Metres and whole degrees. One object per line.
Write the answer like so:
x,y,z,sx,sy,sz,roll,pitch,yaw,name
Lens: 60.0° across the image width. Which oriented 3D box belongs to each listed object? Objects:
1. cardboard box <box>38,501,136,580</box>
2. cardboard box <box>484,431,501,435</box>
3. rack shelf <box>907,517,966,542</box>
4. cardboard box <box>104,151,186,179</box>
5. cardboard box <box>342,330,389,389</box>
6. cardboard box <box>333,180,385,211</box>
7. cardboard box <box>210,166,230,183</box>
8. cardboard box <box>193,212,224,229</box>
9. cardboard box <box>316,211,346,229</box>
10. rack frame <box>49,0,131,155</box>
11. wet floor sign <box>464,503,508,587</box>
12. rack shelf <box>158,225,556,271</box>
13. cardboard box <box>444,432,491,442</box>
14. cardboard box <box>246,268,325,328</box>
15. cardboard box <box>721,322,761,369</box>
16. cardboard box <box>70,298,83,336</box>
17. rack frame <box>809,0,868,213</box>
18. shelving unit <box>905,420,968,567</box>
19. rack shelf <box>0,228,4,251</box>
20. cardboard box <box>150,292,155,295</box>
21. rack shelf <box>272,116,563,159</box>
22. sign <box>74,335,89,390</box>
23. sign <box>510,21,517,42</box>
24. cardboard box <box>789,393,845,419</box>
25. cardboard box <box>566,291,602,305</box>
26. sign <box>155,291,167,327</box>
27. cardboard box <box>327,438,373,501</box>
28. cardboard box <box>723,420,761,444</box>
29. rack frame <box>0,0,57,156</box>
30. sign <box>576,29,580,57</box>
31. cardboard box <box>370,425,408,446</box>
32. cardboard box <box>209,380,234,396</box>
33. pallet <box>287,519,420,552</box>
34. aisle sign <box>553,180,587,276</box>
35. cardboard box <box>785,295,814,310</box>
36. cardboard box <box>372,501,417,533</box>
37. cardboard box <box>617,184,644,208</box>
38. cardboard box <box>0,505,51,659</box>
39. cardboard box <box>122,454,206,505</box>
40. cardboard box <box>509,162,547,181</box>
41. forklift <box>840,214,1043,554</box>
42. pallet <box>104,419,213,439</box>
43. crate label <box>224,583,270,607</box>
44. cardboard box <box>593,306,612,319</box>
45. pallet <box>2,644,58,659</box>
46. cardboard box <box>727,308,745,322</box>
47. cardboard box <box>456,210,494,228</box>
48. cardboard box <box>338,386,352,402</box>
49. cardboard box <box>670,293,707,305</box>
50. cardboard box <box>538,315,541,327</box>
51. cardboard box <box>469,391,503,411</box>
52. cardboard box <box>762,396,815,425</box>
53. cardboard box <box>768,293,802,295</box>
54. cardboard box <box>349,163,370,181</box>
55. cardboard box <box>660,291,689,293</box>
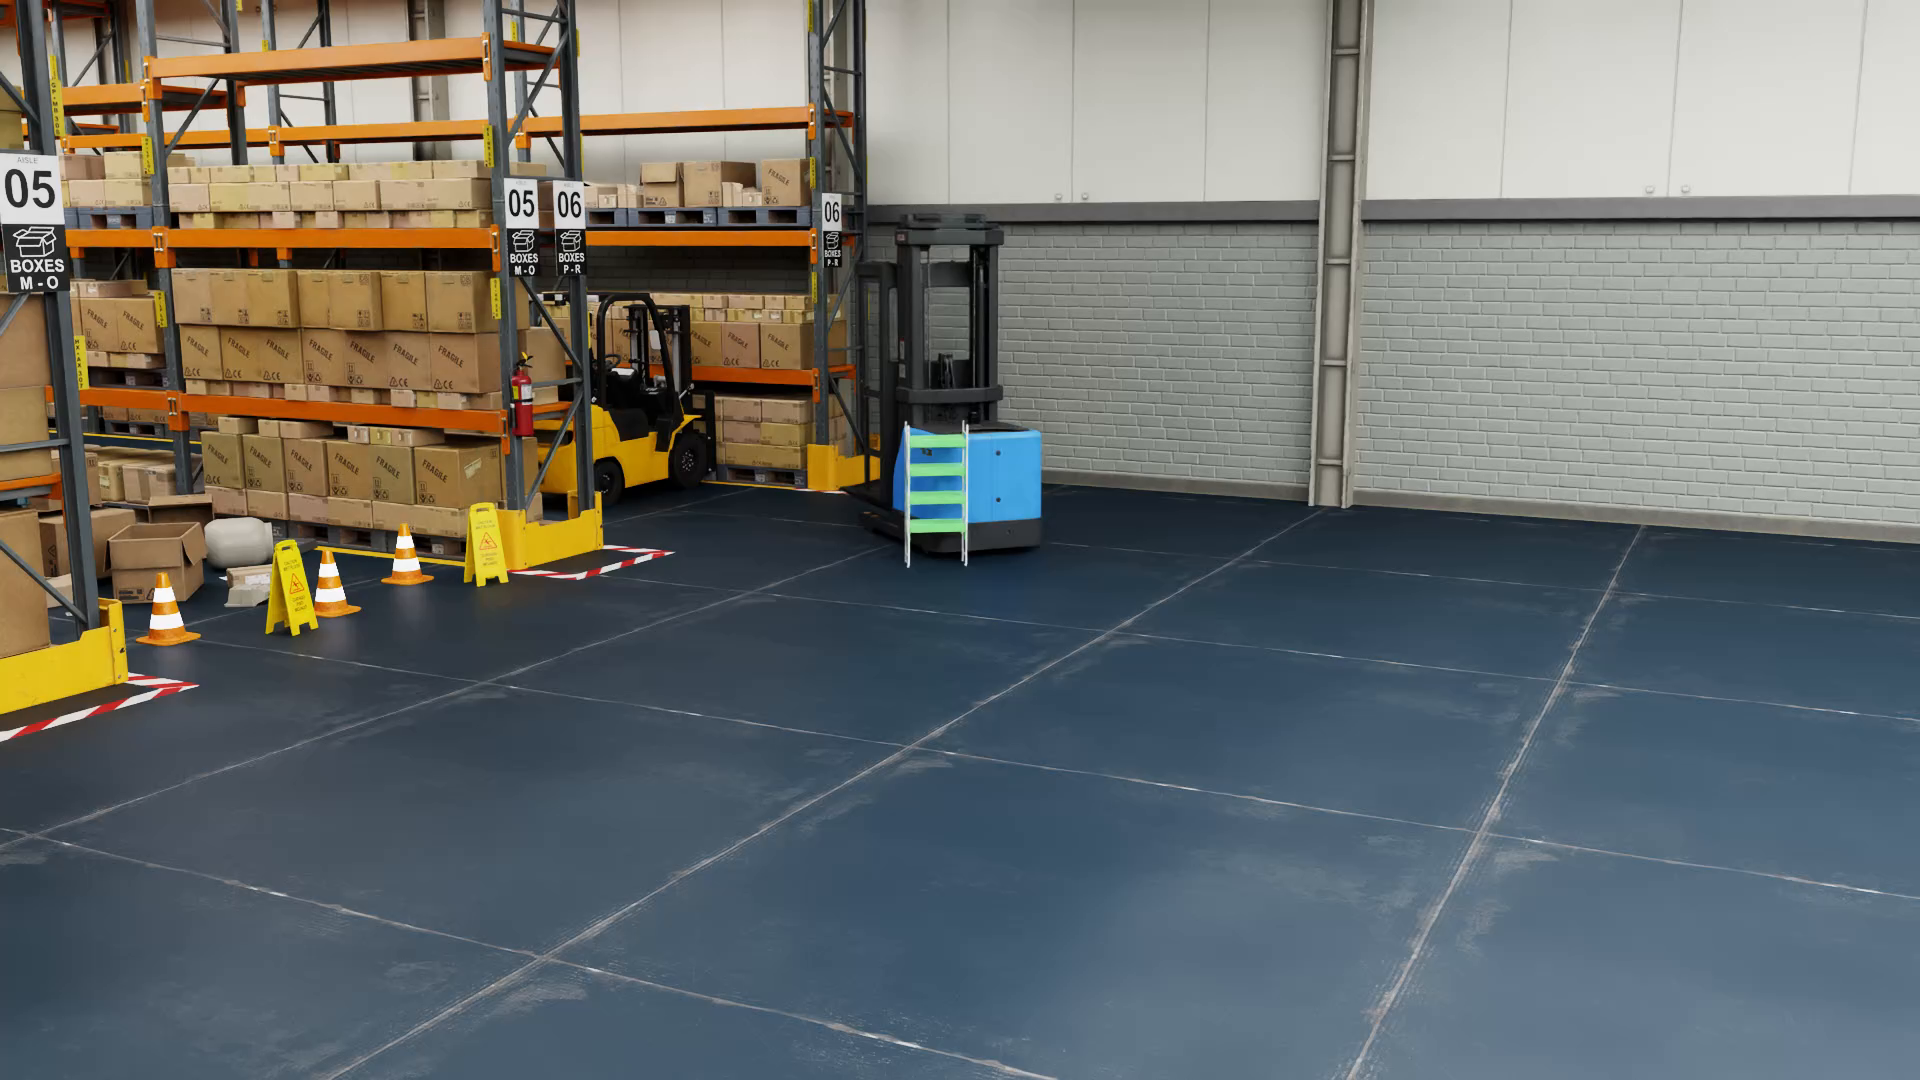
-7.041,0.033,13.253,0.503,0.637,0.797,5,11,26,cardboard box
-5.371,-1.508,20.627,0.625,0.625,0.875,6,12,28,cardboard box
-0.202,-0.092,14.040,0.480,0.148,0.258,-1,13,-8,rack shelf
-7.667,-3.517,15.658,0.500,0.250,0.500,5,12,27,cardboard box
-5.006,-1.597,14.513,0.500,0.500,0.500,5,11,26,cardboard box
-5.000,-2.948,14.259,0.500,0.250,0.500,5,12,27,cardboard box
-6.474,-3.267,14.903,0.250,0.149,0.380,5,11,24,cardboard box
-6.711,-2.896,15.092,0.250,0.149,0.380,5,11,26,cardboard box
-5.345,-2.772,14.406,0.250,0.149,0.380,5,11,25,cardboard box
-12.072,-6.013,23.185,0.127,3.000,1.000,5,11,26,rack frame
-3.807,0.022,13.295,0.267,0.644,0.232,-10,14,-43,wet floor sign
-5.297,-2.602,14.780,4.000,0.370,1.077,5,11,26,rack shelf
-4.597,-0.695,15.082,0.500,0.500,0.500,5,11,24,cardboard box
-5.905,-2.168,14.863,0.500,0.500,0.700,5,11,25,cardboard box
-2.329,-2.204,18.702,0.500,0.500,0.500,5,12,28,cardboard box
-8.512,-2.120,16.225,0.500,0.500,0.500,5,12,28,cardboard box
-1.311,-5.067,17.960,0.127,3.000,1.000,5,11,26,rack frame
-0.200,-0.388,13.972,0.503,1.200,0.258,-1,13,-8,shelving unit
-7.397,-1.803,10.368,4.000,0.370,1.077,5,11,26,rack shelf
-10.569,-3.140,22.698,0.500,0.500,0.700,5,11,26,cardboard box
-6.691,-4.989,20.672,4.000,0.370,1.077,5,11,26,rack shelf
-5.352,-1.077,10.103,0.005,0.325,0.100,5,11,26,sign
-5.127,-5.793,19.127,0.005,0.325,0.100,5,11,26,sign
-1.658,-1.529,18.989,0.500,0.250,0.500,5,11,25,cardboard box
-4.461,-2.869,19.724,0.250,0.149,0.380,5,11,27,cardboard box
-7.333,-2.118,15.260,0.005,0.325,0.100,5,11,26,sign
-5.257,-0.648,14.822,0.500,0.500,0.500,5,11,24,cardboard box
-2.331,-1.244,18.821,0.500,0.250,0.500,5,11,25,cardboard box
-5.603,-3.476,9.166,0.127,3.000,1.000,5,11,26,rack frame
-4.630,-6.007,20.083,0.005,0.325,0.100,5,11,26,sign
-4.920,-0.924,14.527,0.250,0.149,0.380,5,12,27,cardboard box
-6.701,-1.426,15.392,0.250,0.149,0.380,5,12,27,cardboard box
-5.375,-0.122,15.311,1.213,0.211,1.003,5,11,26,pallet
-3.311,-2.646,14.128,0.004,0.787,0.394,5,11,26,aisle sign
-1.725,-2.624,18.371,0.250,0.149,0.380,5,11,26,cardboard box
-4.809,-0.239,14.667,0.500,0.250,0.500,5,11,26,cardboard box
-3.701,-3.931,19.020,0.258,0.266,0.396,5,11,24,cardboard box
-6.241,0.272,10.089,0.875,0.875,0.875,5,11,26,cardboard box
-7.562,-0.592,16.277,0.625,0.372,0.950,5,11,27,cardboard box
-3.732,-3.127,14.132,0.250,0.149,0.380,5,11,25,cardboard box
-0.319,-1.543,15.523,1.130,2.935,3.031,-4,11,-23,forklift
-11.326,-1.630,23.647,1.213,0.211,1.003,5,11,26,pallet
-5.379,0.411,12.576,0.298,0.136,0.250,-1,10,-4,crate label
-4.061,-2.664,19.425,0.250,0.149,0.380,5,12,27,cardboard box
-6.355,0.798,10.228,1.213,0.211,1.003,5,11,26,pallet
-2.411,-2.533,18.701,0.250,0.149,0.380,5,11,25,cardboard box
-3.947,-2.658,13.776,0.250,0.149,0.380,5,11,26,cardboard box
-5.296,-1.317,14.792,0.250,0.149,0.380,5,11,26,cardboard box
-3.103,-2.744,19.034,0.250,0.149,0.380,5,11,27,cardboard box
-5.451,-2.600,20.193,0.500,0.250,0.500,5,11,25,cardboard box
-3.934,-1.194,14.109,0.250,0.149,0.380,5,12,28,cardboard box
-1.862,-1.447,18.538,0.500,0.250,0.500,5,12,28,cardboard box
-1.980,-2.735,18.982,0.250,0.149,0.380,5,12,27,cardboard box
-5.033,-3.163,14.330,0.250,0.149,0.380,5,11,24,cardboard box
-3.344,-2.862,19.684,0.250,0.149,0.380,5,11,25,cardboard box
